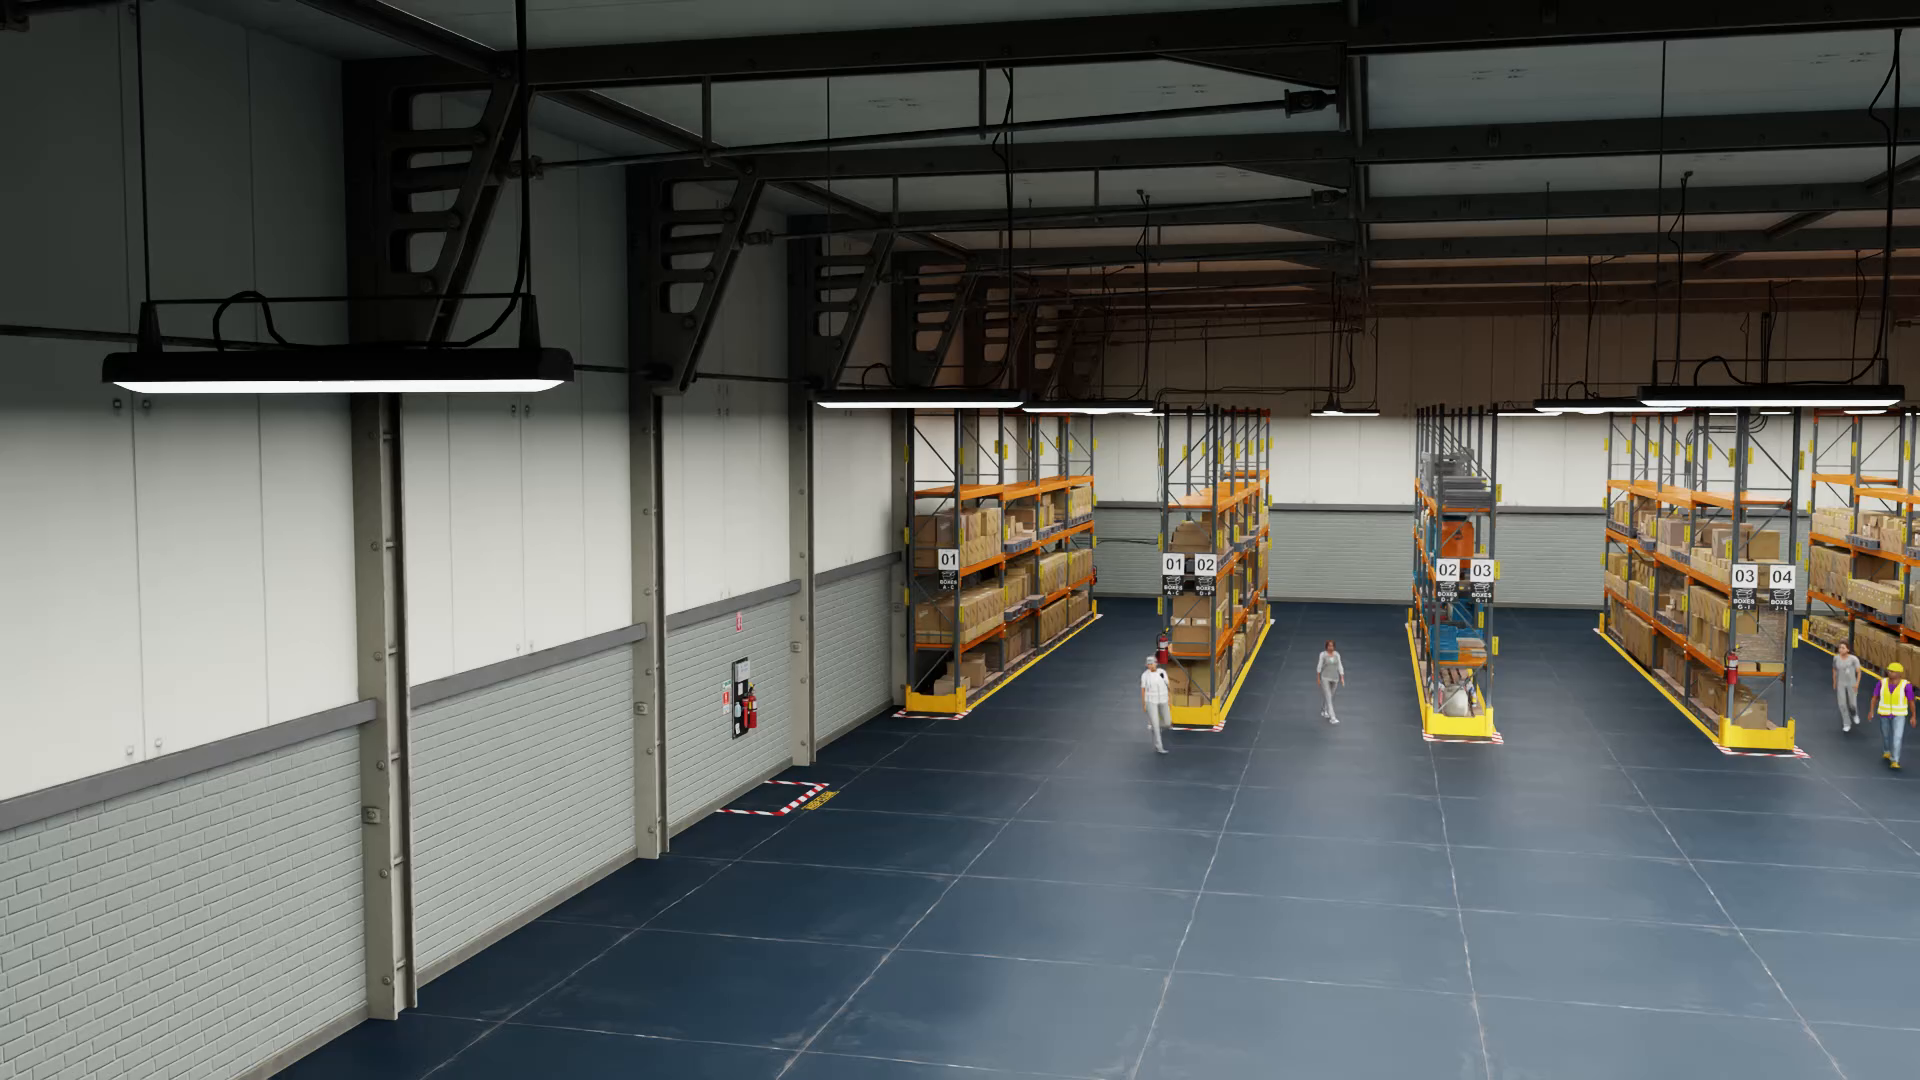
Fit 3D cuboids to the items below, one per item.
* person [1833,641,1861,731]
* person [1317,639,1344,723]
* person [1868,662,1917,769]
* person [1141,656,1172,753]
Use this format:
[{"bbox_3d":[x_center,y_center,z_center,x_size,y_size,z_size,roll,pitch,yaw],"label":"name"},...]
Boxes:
[{"bbox_3d":[16.349,2.681,30.659,0.479,1.634,0.590,3,5,34],"label":"person"},{"bbox_3d":[7.005,2.645,31.357,0.432,1.547,0.949,-1,4,-10],"label":"person"},{"bbox_3d":[15.356,2.867,27.379,0.698,1.715,1.091,3,5,32],"label":"person"},{"bbox_3d":[3.397,2.812,28.681,0.495,1.632,0.724,-1,4,-11],"label":"person"}]
